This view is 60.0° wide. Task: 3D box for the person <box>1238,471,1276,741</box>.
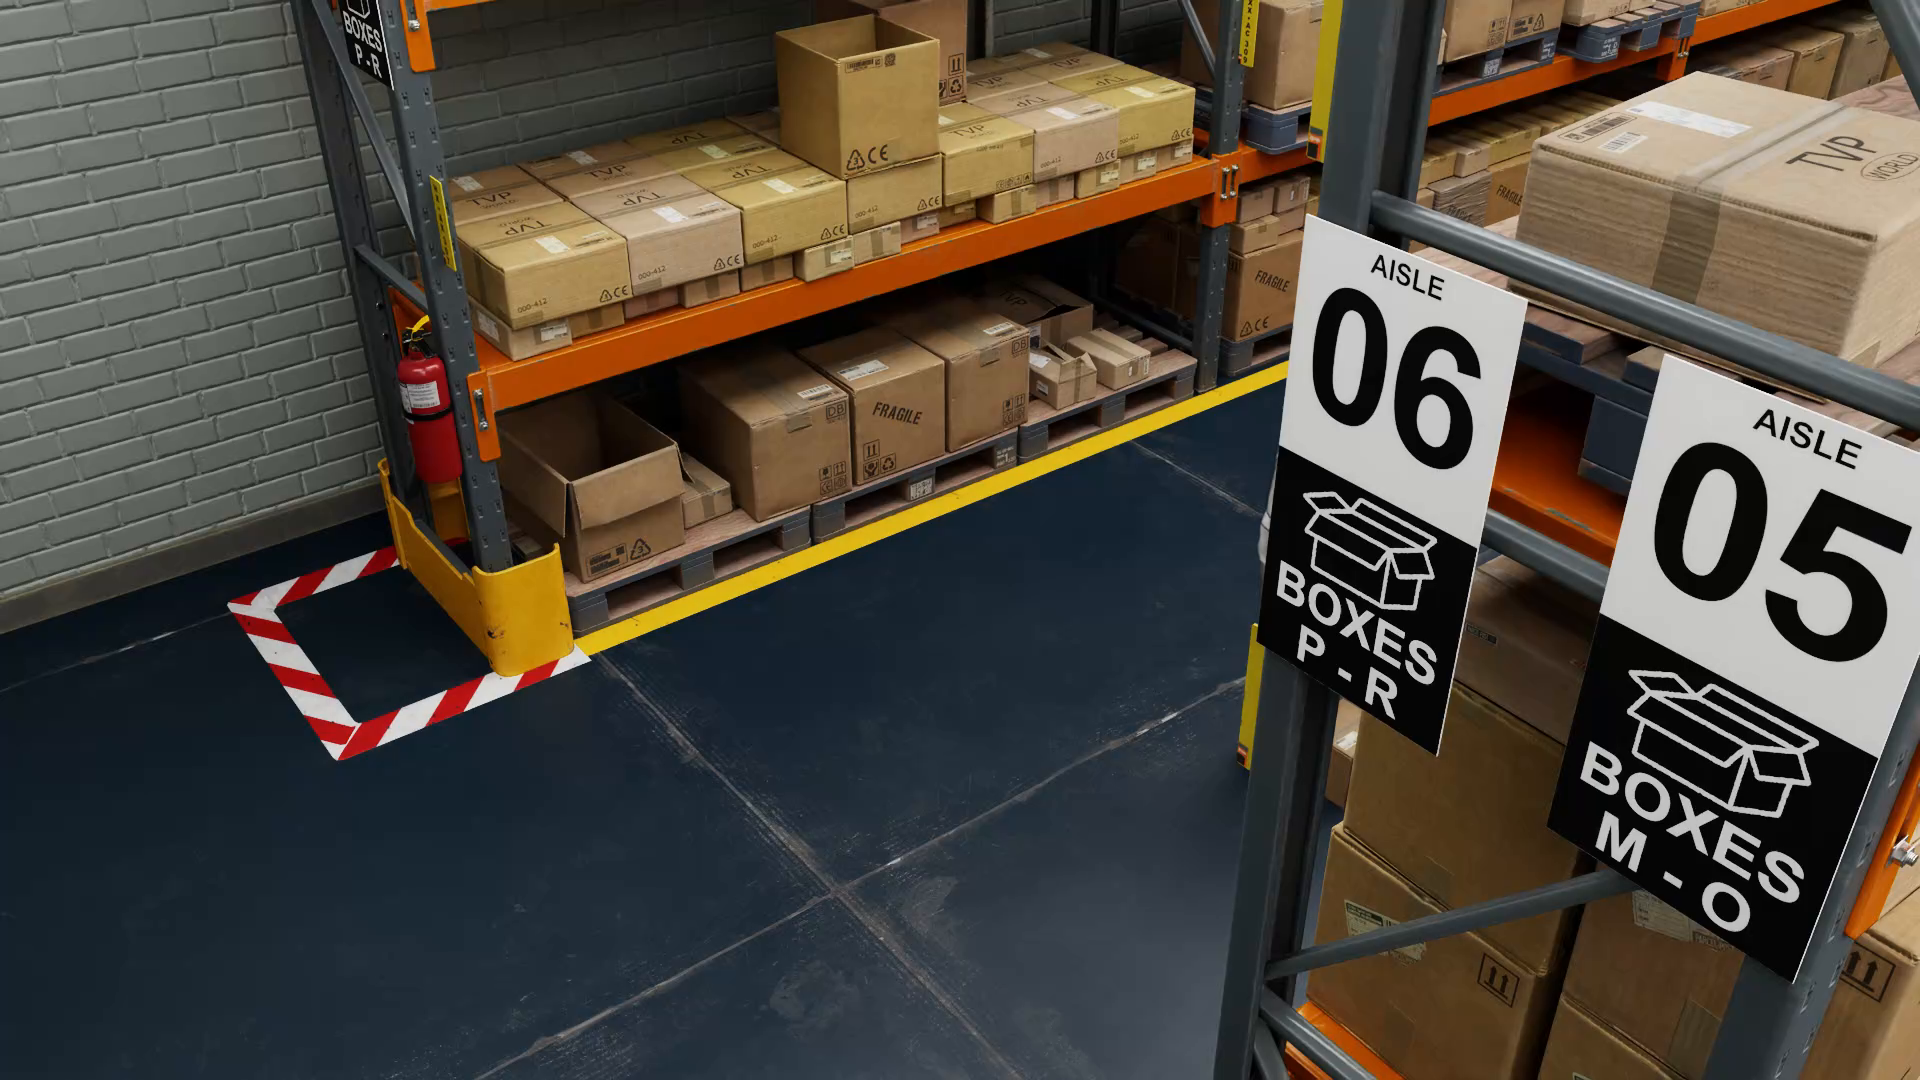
[{"bbox_3d":[1.288,0.110,5.965,0.529,1.659,0.428,-25,40,-34],"label":"person"}]
